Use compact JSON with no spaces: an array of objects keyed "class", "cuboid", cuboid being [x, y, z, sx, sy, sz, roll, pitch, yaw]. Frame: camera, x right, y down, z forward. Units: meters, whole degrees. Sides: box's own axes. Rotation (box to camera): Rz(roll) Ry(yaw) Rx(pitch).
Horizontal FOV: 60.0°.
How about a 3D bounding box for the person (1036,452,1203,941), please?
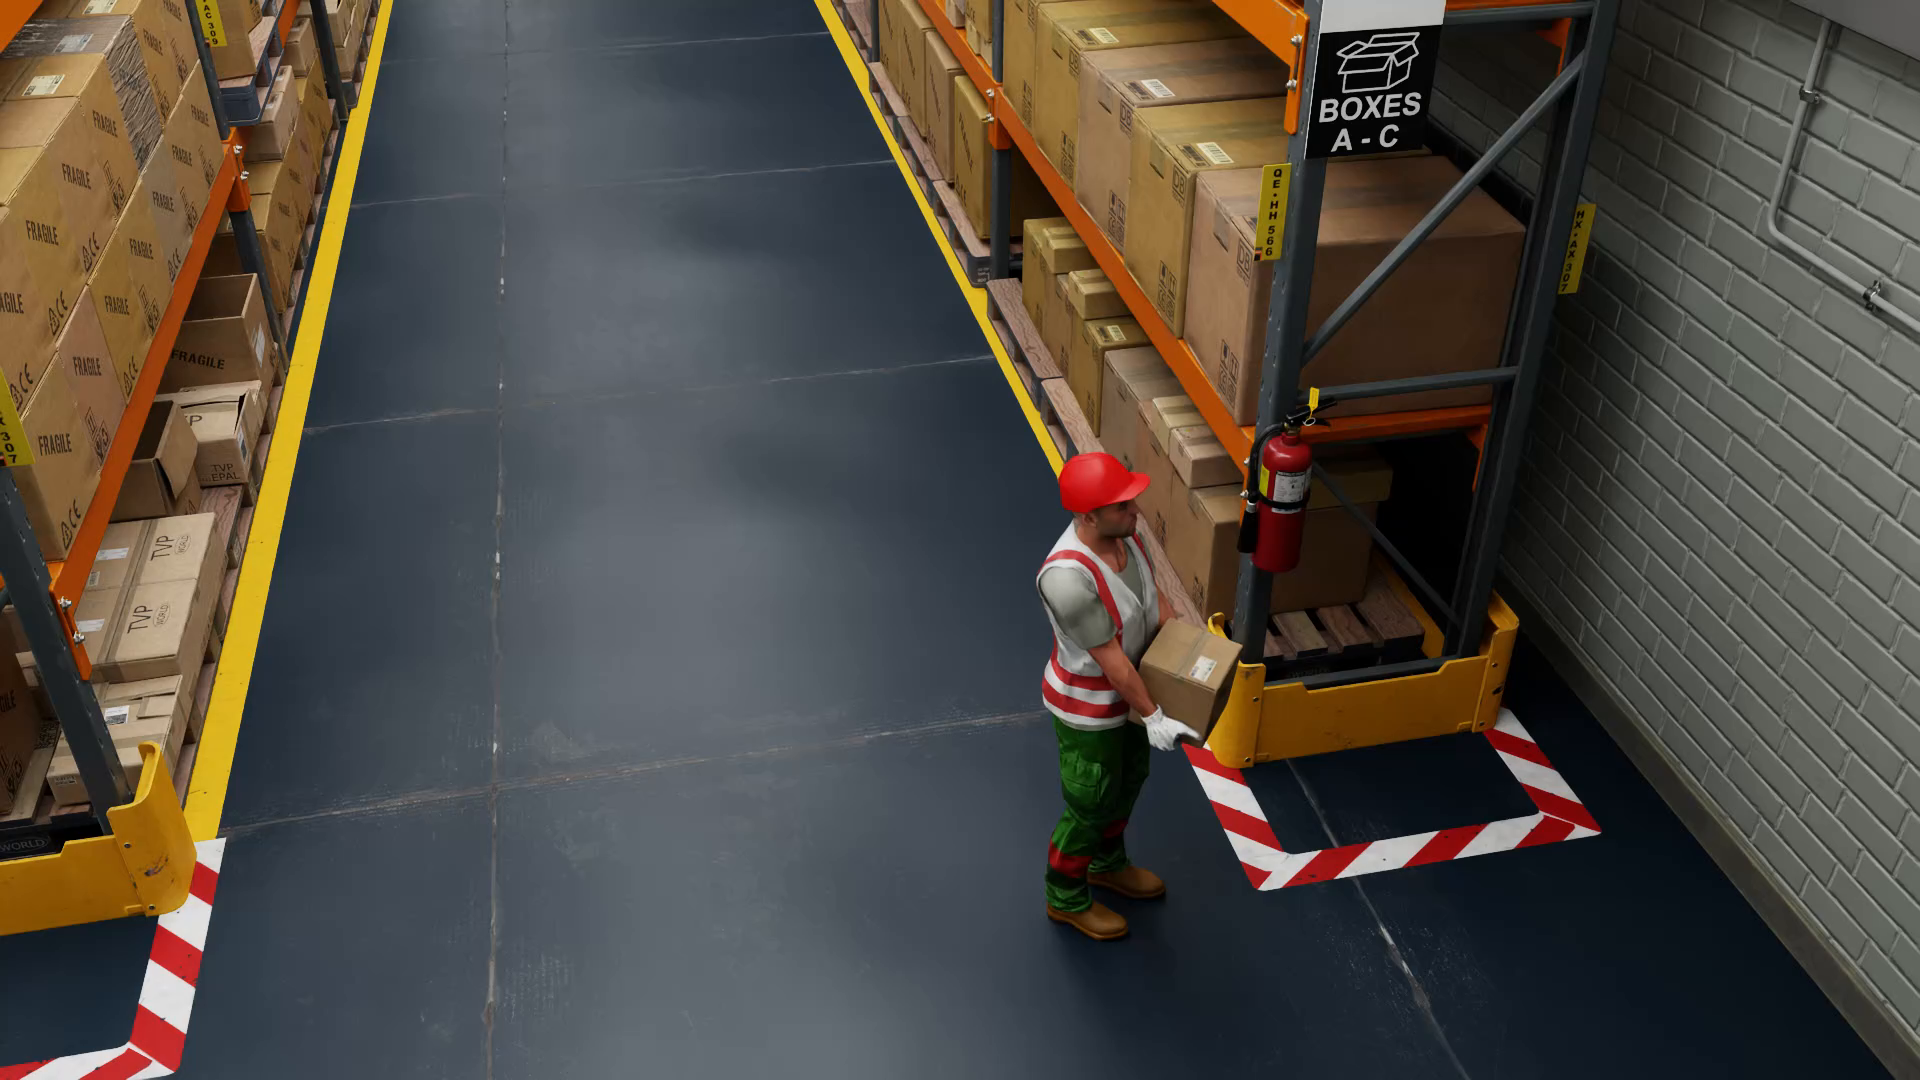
[{"class":"person","cuboid":[0.551,0.531,5.340,0.568,1.783,0.494,15,37,22]}]
